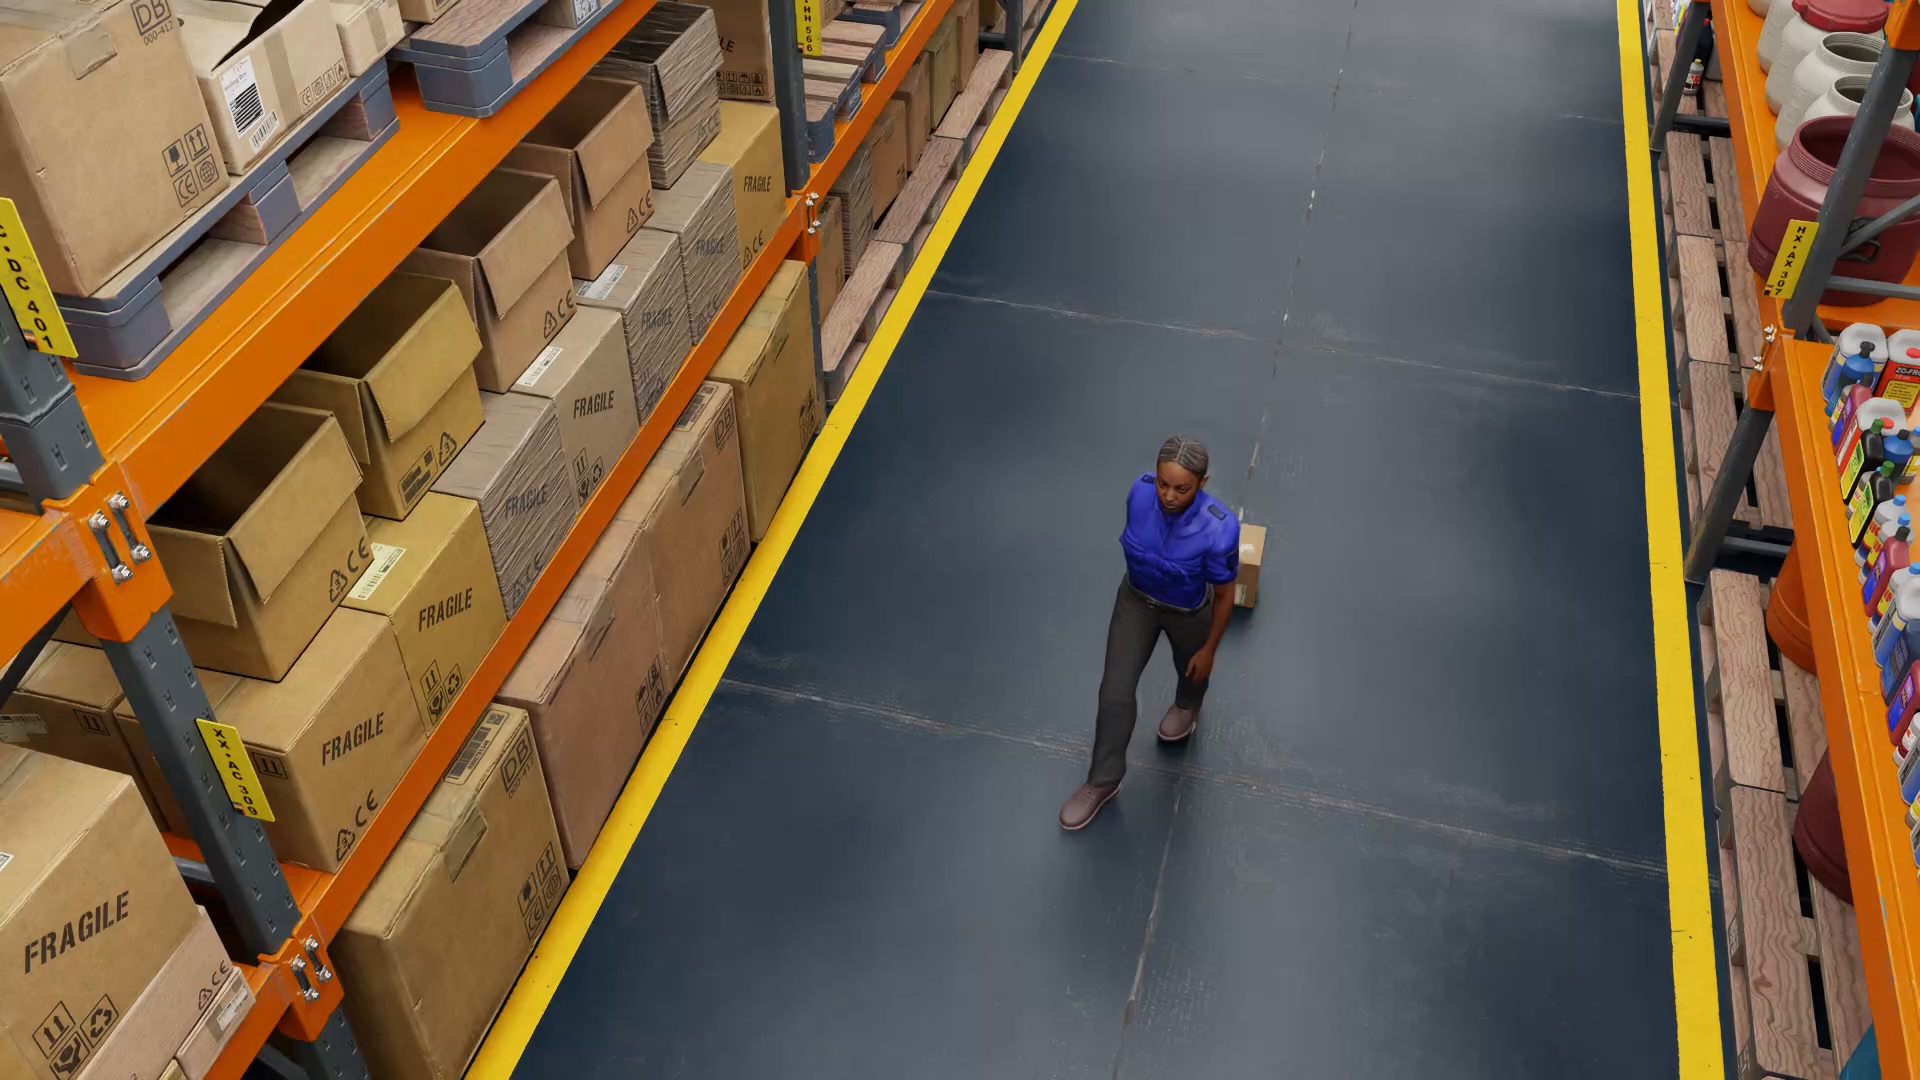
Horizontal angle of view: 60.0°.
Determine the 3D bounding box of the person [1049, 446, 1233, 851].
[{"bbox_3d":[0.695,0.302,5.807,0.468,1.591,0.961,19,45,20],"label":"person"}]
